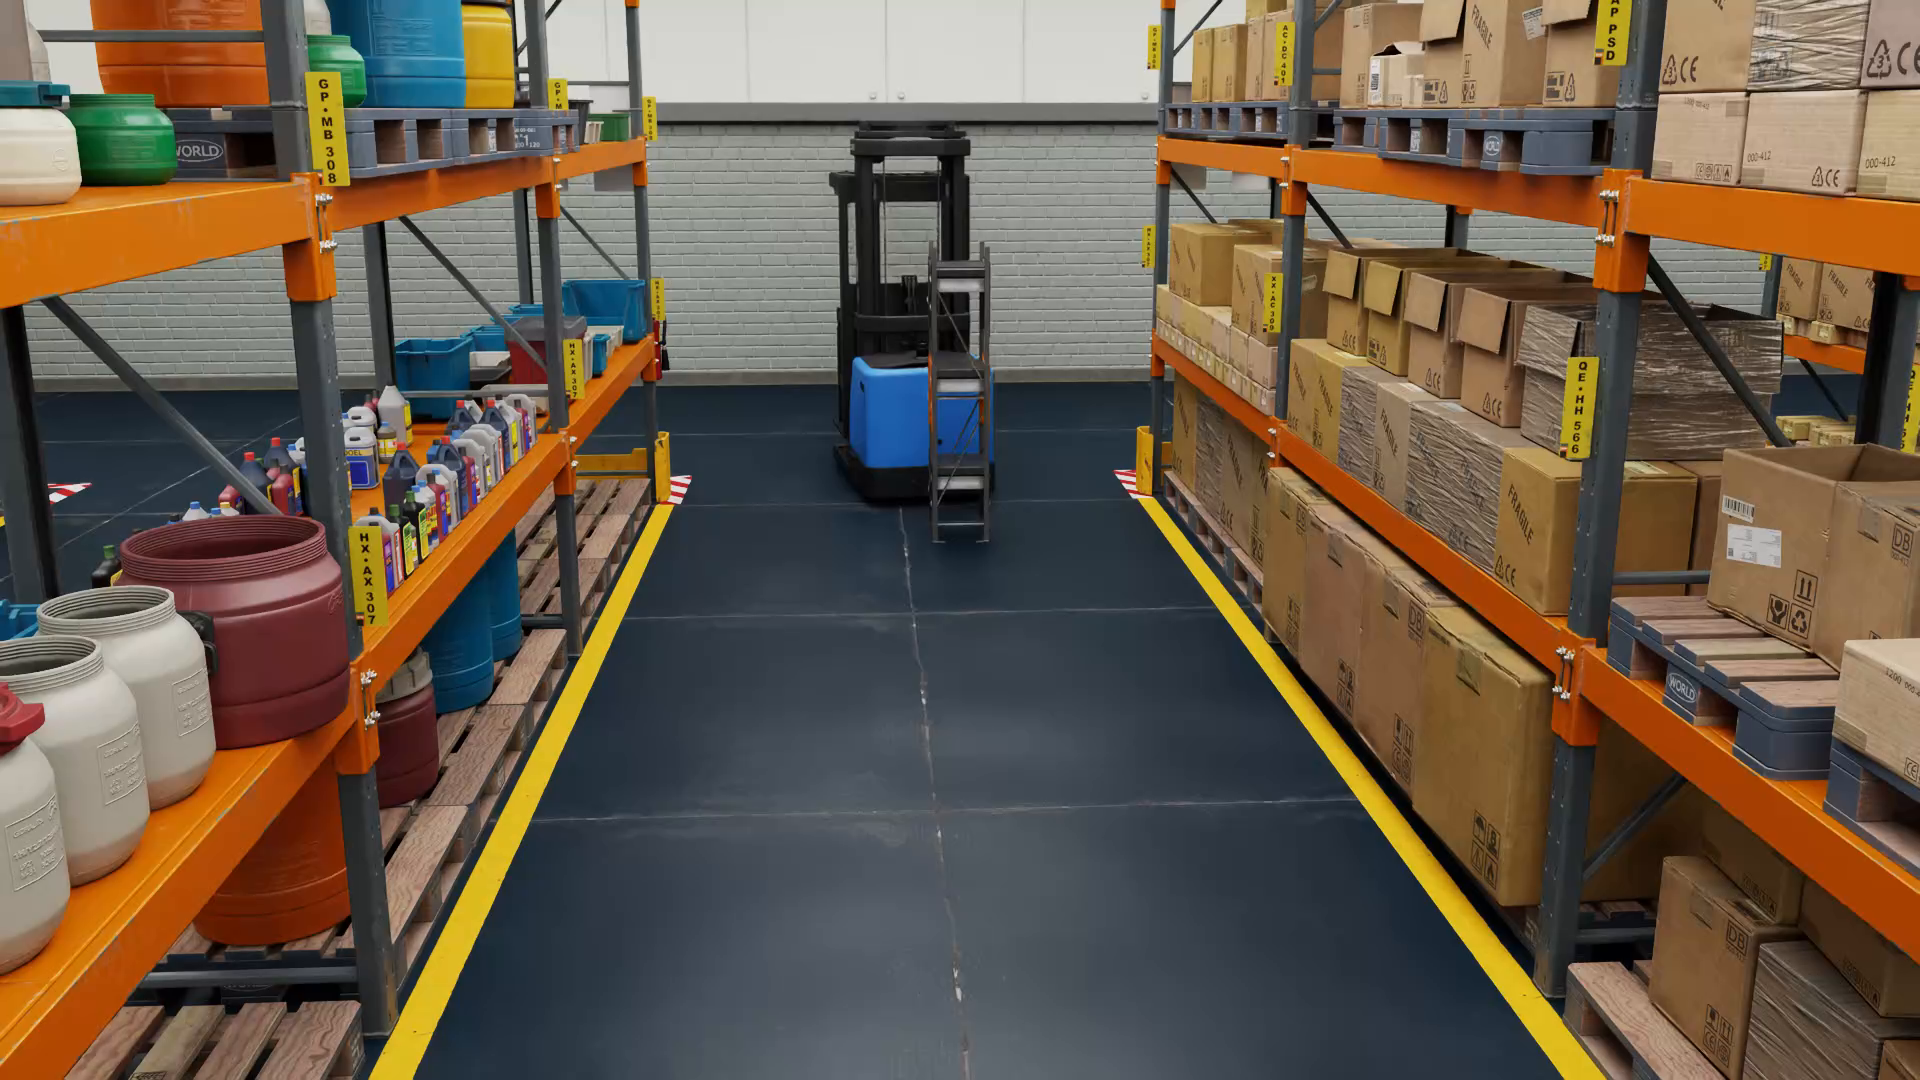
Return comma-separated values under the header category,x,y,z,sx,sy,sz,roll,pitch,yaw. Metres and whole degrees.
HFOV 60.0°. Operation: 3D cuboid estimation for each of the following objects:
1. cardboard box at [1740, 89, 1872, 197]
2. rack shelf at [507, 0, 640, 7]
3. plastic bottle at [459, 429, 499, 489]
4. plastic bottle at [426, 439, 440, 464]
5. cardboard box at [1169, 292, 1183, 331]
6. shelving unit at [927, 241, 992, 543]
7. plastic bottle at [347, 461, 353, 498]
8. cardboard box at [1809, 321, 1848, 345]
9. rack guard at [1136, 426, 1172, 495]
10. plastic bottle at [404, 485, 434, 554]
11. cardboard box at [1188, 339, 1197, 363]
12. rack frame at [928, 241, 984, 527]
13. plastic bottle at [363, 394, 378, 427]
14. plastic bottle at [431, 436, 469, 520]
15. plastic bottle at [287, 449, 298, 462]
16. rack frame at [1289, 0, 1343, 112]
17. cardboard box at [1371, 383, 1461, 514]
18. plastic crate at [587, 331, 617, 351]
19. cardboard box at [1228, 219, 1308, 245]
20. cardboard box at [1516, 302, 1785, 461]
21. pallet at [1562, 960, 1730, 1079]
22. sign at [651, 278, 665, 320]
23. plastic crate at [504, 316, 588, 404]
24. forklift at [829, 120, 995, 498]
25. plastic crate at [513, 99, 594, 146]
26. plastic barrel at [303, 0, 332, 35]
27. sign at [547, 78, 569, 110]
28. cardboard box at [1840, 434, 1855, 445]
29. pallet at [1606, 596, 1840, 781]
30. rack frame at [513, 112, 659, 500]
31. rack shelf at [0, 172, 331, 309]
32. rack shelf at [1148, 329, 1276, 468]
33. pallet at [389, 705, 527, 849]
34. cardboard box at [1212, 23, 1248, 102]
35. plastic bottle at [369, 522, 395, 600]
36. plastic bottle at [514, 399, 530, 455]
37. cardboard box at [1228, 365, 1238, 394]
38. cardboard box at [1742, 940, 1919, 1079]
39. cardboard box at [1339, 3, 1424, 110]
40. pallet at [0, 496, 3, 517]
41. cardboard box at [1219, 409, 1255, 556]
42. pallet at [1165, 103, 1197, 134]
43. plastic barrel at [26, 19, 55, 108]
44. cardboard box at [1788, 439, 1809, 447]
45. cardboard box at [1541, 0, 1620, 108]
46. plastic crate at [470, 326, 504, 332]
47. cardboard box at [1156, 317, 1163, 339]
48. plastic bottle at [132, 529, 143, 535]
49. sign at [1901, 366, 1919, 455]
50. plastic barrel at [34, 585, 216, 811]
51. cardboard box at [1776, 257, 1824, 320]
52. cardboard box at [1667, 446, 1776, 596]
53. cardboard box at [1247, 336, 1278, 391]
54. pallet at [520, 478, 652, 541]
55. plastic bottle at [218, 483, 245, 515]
category,x,y,z,sx,sy,sz,roll,pitch,yaw
cardboard box,2.342,-1.003,4.185,0.500,0.250,0.500,-1,14,-2
rack shelf,-2.779,-3.650,10.400,1.077,0.370,4.000,-1,14,-3
plastic bottle,-2.246,-0.387,7.758,0.152,0.276,0.135,-1,14,-3
plastic bottle,-2.355,-0.320,7.509,0.097,0.271,0.097,0,14,0
cardboard box,1.839,-1.679,12.238,0.500,0.250,0.500,-1,14,-4
shelving unit,-0.010,-1.058,11.925,0.431,2.100,0.503,-1,14,-3
plastic bottle,-2.812,-0.291,7.536,0.097,0.201,0.097,0,14,0
cardboard box,6.710,-1.575,12.630,0.380,0.149,0.250,-1,14,-5
rack guard,2.039,-0.656,13.573,1.175,0.500,0.348,-1,14,-3
plastic bottle,-2.143,-0.080,6.575,0.097,0.271,0.097,0,14,0
cardboard box,1.815,-1.326,11.664,0.380,0.149,0.250,-1,14,-4
rack frame,-0.025,-1.119,12.161,0.400,2.100,0.015,-1,14,-3
plastic bottle,-3.050,-0.602,8.581,0.061,0.283,0.133,-1,14,-3
plastic bottle,-2.204,-0.268,7.148,0.144,0.351,0.185,-1,14,-3
plastic bottle,-2.949,-0.265,7.294,0.097,0.271,0.097,0,14,0
rack frame,2.288,-3.771,8.625,1.000,3.000,0.127,-1,14,-3
cardboard box,2.167,-0.418,7.431,0.500,0.500,0.500,-1,14,-2
plastic crate,-2.668,-1.413,11.908,0.396,0.136,0.243,-1,14,-3
cardboard box,2.333,-2.178,12.672,0.500,0.500,0.500,-1,14,-3
cardboard box,2.507,-0.588,6.076,0.797,0.503,0.637,0,14,-2
pallet,2.583,1.674,5.098,1.003,0.211,1.213,-1,14,-3
sign,-2.355,-1.876,12.970,0.100,0.325,0.005,-1,14,-3
plastic crate,-2.460,-1.075,9.938,0.402,0.464,0.583,-1,14,-3
forklift,-0.508,-2.067,14.177,1.130,2.935,3.031,-3,15,-11
plastic crate,-2.459,-2.492,9.935,0.497,0.269,0.590,-1,14,-3
plastic barrel,-2.668,-1.955,6.470,0.433,0.535,0.433,0,14,0
sign,-2.106,-2.255,8.731,0.100,0.325,0.005,-1,14,-3
cardboard box,6.813,-0.696,12.395,0.380,0.149,0.250,-2,15,-6
pallet,2.686,0.397,4.847,1.213,0.211,1.003,-1,14,-3
rack frame,-2.903,-1.784,12.941,1.000,3.000,0.127,-1,14,-3
rack shelf,-2.284,-0.402,2.991,1.077,0.370,4.000,-1,14,-3
rack shelf,2.164,-1.015,11.395,1.077,0.370,4.000,-1,14,-3
pallet,-2.571,1.058,7.492,1.003,0.211,1.213,-1,14,-3
cardboard box,2.121,-3.216,11.240,0.700,0.500,0.500,-2,15,-7
plastic bottle,-2.087,0.067,5.981,0.061,0.283,0.133,-1,14,-3
plastic bottle,-2.248,-0.583,8.507,0.061,0.283,0.133,-1,14,-3
cardboard box,1.894,-1.007,10.424,0.380,0.149,0.250,-1,14,-2
cardboard box,2.644,1.430,4.581,0.700,0.500,0.500,-2,15,-8
cardboard box,2.334,-2.426,8.374,0.700,0.500,0.500,-1,14,-2
pallet,-7.792,-0.141,12.151,1.003,0.211,1.213,-1,14,-3
cardboard box,2.271,-0.430,11.097,0.875,0.875,0.875,-1,14,-3
pallet,2.097,-3.086,12.159,1.003,0.211,1.213,-1,14,-3
plastic barrel,-2.694,-1.220,4.502,0.421,0.512,0.421,0,14,0
cardboard box,6.773,-0.745,13.183,0.380,0.149,0.250,0,14,-1
cardboard box,2.426,-1.728,5.652,0.797,0.503,0.637,0,14,0
plastic crate,-3.135,-1.338,11.424,0.416,0.233,0.300,-1,14,-3
cardboard box,1.733,-1.646,12.907,0.380,0.149,0.250,-1,14,-3
plastic bottle,-2.873,0.110,5.812,0.061,0.283,0.133,-1,14,-3
sign,3.077,-0.404,5.413,0.100,0.325,0.005,-1,14,-3
plastic barrel,-2.131,0.404,4.213,0.421,0.512,0.421,0,14,0
cardboard box,6.749,-1.989,12.939,0.500,0.500,0.500,0,14,-1
cardboard box,2.777,-0.045,5.980,0.500,0.500,0.500,0,14,-2
cardboard box,1.999,-1.043,9.765,0.500,0.250,0.500,-1,14,-4
pallet,-2.891,-0.228,12.489,1.003,0.211,1.213,-1,14,-3
plastic bottle,-2.929,-0.116,6.693,0.061,0.283,0.133,-1,14,-3
